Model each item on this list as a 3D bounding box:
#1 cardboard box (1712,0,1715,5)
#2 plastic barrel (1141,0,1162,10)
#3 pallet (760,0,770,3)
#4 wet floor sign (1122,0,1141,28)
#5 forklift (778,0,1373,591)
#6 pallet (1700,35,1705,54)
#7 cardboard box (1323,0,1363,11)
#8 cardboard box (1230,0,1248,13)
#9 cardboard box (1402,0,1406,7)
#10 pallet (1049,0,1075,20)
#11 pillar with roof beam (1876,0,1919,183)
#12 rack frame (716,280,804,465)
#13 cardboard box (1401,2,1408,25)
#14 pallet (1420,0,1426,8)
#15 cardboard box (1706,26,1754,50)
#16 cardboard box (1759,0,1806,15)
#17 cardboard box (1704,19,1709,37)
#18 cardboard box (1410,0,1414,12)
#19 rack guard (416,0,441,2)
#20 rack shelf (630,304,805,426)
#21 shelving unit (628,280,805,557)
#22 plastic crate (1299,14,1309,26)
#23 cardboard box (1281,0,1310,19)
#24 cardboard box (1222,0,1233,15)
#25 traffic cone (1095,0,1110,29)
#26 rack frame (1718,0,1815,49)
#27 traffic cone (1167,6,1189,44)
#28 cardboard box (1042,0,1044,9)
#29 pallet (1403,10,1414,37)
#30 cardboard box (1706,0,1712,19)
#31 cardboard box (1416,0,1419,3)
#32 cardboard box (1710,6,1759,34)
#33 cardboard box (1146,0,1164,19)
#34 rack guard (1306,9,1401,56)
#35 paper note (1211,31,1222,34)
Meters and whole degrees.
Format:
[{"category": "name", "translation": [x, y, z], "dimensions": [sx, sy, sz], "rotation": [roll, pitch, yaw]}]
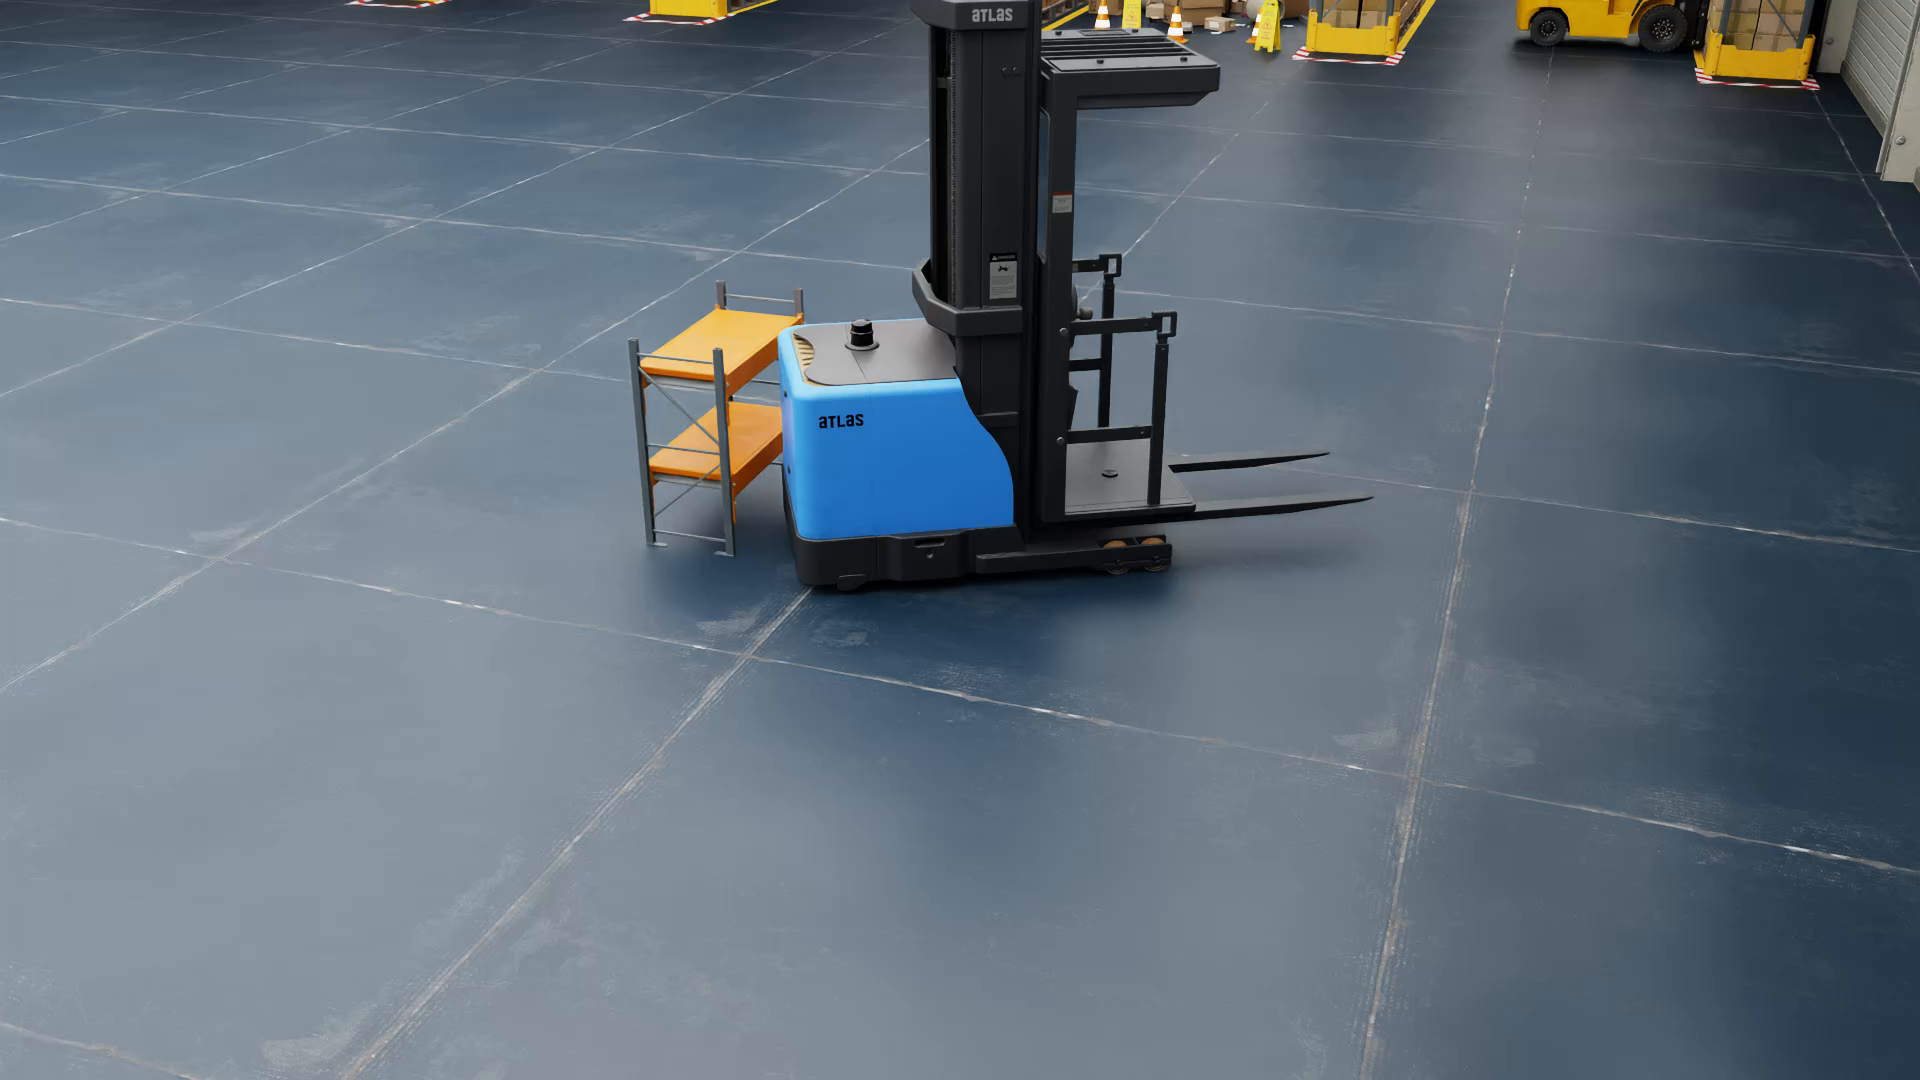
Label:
[{"category": "cardboard box", "translation": [9.913, -6.988, 21.268], "dimensions": [0.500, 0.250, 0.500], "rotation": [9, 27, 18]}, {"category": "plastic barrel", "translation": [2.906, -8.332, 25.473], "dimensions": [0.421, 0.421, 0.512], "rotation": [-14, 29, -27]}, {"category": "pallet", "translation": [-3.401, -8.902, 26.893], "dimensions": [1.003, 0.211, 1.213], "rotation": [9, 27, 17]}, {"category": "wet floor sign", "translation": [2.363, -7.178, 22.834], "dimensions": [0.267, 0.644, 0.232], "rotation": [4, 26, 8]}, {"category": "forklift", "translation": [0.617, -1.368, 8.212], "dimensions": [3.031, 2.935, 1.130], "rotation": [-5, 26, -9]}, {"category": "pallet", "translation": [10.512, -6.707, 22.360], "dimensions": [1.003, 0.211, 1.213], "rotation": [9, 27, 17]}, {"category": "cardboard box", "translation": [5.228, -7.516, 22.644], "dimensions": [0.500, 0.500, 0.500], "rotation": [9, 27, 18]}, {"category": "cardboard box", "translation": [4.243, -8.250, 25.484], "dimensions": [0.258, 0.266, 0.396], "rotation": [-9, 27, -18]}, {"category": "cardboard box", "translation": [5.914, -7.666, 22.954], "dimensions": [0.500, 0.500, 0.500], "rotation": [8, 27, 16]}, {"category": "pallet", "translation": [1.106, -8.121, 25.281], "dimensions": [1.003, 0.211, 1.213], "rotation": [9, 27, 17]}, {"category": "pillar with roof beam", "translation": [4.915, -8.156, 15.269], "dimensions": [9.100, 9.000, 0.400], "rotation": [9, 27, 17]}, {"category": "rack frame", "translation": [-1.091, -0.878, 9.274], "dimensions": [0.500, 1.125, 0.032], "rotation": [8, 27, 16]}, {"category": "cardboard box", "translation": [5.913, -7.312, 23.082], "dimensions": [0.500, 0.250, 0.500], "rotation": [10, 27, 19]}, {"category": "pallet", "translation": [6.796, -8.569, 26.206], "dimensions": [1.003, 0.211, 1.213], "rotation": [9, 27, 17]}, {"category": "cardboard box", "translation": [9.748, -6.332, 21.060], "dimensions": [0.500, 0.250, 0.500], "rotation": [9, 27, 18]}, {"category": "cardboard box", "translation": [10.228, -6.713, 20.700], "dimensions": [0.500, 0.250, 0.500], "rotation": [8, 27, 17]}, {"category": "cardboard box", "translation": [10.097, -6.739, 21.901], "dimensions": [0.500, 0.250, 0.500], "rotation": [9, 27, 18]}, {"category": "cardboard box", "translation": [6.254, -7.745, 23.977], "dimensions": [0.500, 0.250, 0.500], "rotation": [9, 27, 18]}, {"category": "rack guard", "translation": [-8.828, -8.929, 26.617], "dimensions": [1.175, 0.500, 0.348], "rotation": [9, 27, 17]}, {"category": "rack shelf", "translation": [-1.245, -0.931, 8.710], "dimensions": [0.538, 0.278, 1.000], "rotation": [8, 27, 16]}, {"category": "shelving unit", "translation": [-1.245, -0.667, 8.837], "dimensions": [0.538, 1.125, 1.048], "rotation": [8, 27, 16]}, {"category": "plastic crate", "translation": [5.243, -7.664, 24.486], "dimensions": [0.402, 0.080, 0.583], "rotation": [0, 26, -1]}, {"category": "cardboard box", "translation": [4.899, -8.137, 24.979], "dimensions": [0.500, 0.500, 0.500], "rotation": [-14, 29, -27]}, {"category": "cardboard box", "translation": [3.708, -8.272, 25.102], "dimensions": [0.797, 0.637, 0.503], "rotation": [9, 27, 17]}, {"category": "traffic cone", "translation": [2.021, -7.407, 23.517], "dimensions": [0.336, 0.463, 0.334], "rotation": [9, 27, 17]}, {"category": "rack frame", "translation": [9.889, -7.142, 20.058], "dimensions": [1.000, 3.000, 0.127], "rotation": [9, 27, 17]}, {"category": "traffic cone", "translation": [2.974, -7.103, 22.890], "dimensions": [0.336, 0.463, 0.334], "rotation": [9, 27, 17]}, {"category": "cardboard box", "translation": [0.669, -8.057, 23.906], "dimensions": [0.875, 0.875, 0.875], "rotation": [9, 27, 18]}, {"category": "pallet", "translation": [5.944, -7.465, 23.925], "dimensions": [1.003, 0.211, 1.213], "rotation": [9, 27, 17]}, {"category": "cardboard box", "translation": [10.085, -6.983, 21.831], "dimensions": [0.500, 0.250, 0.500], "rotation": [8, 27, 16]}, {"category": "cardboard box", "translation": [6.595, -8.173, 24.862], "dimensions": [0.500, 0.250, 0.500], "rotation": [10, 28, 20]}, {"category": "cardboard box", "translation": [9.756, -6.564, 20.964], "dimensions": [0.500, 0.250, 0.500], "rotation": [8, 27, 17]}, {"category": "cardboard box", "translation": [3.002, -7.976, 24.919], "dimensions": [0.396, 0.266, 0.258], "rotation": [14, 29, 26]}, {"category": "rack guard", "translation": [5.232, -6.766, 22.151], "dimensions": [1.175, 0.500, 0.348], "rotation": [9, 27, 17]}, {"category": "paper note", "translation": [3.645, -7.201, 23.588], "dimensions": [0.148, 0.019, 0.142], "rotation": [0, 26, -1]}]
